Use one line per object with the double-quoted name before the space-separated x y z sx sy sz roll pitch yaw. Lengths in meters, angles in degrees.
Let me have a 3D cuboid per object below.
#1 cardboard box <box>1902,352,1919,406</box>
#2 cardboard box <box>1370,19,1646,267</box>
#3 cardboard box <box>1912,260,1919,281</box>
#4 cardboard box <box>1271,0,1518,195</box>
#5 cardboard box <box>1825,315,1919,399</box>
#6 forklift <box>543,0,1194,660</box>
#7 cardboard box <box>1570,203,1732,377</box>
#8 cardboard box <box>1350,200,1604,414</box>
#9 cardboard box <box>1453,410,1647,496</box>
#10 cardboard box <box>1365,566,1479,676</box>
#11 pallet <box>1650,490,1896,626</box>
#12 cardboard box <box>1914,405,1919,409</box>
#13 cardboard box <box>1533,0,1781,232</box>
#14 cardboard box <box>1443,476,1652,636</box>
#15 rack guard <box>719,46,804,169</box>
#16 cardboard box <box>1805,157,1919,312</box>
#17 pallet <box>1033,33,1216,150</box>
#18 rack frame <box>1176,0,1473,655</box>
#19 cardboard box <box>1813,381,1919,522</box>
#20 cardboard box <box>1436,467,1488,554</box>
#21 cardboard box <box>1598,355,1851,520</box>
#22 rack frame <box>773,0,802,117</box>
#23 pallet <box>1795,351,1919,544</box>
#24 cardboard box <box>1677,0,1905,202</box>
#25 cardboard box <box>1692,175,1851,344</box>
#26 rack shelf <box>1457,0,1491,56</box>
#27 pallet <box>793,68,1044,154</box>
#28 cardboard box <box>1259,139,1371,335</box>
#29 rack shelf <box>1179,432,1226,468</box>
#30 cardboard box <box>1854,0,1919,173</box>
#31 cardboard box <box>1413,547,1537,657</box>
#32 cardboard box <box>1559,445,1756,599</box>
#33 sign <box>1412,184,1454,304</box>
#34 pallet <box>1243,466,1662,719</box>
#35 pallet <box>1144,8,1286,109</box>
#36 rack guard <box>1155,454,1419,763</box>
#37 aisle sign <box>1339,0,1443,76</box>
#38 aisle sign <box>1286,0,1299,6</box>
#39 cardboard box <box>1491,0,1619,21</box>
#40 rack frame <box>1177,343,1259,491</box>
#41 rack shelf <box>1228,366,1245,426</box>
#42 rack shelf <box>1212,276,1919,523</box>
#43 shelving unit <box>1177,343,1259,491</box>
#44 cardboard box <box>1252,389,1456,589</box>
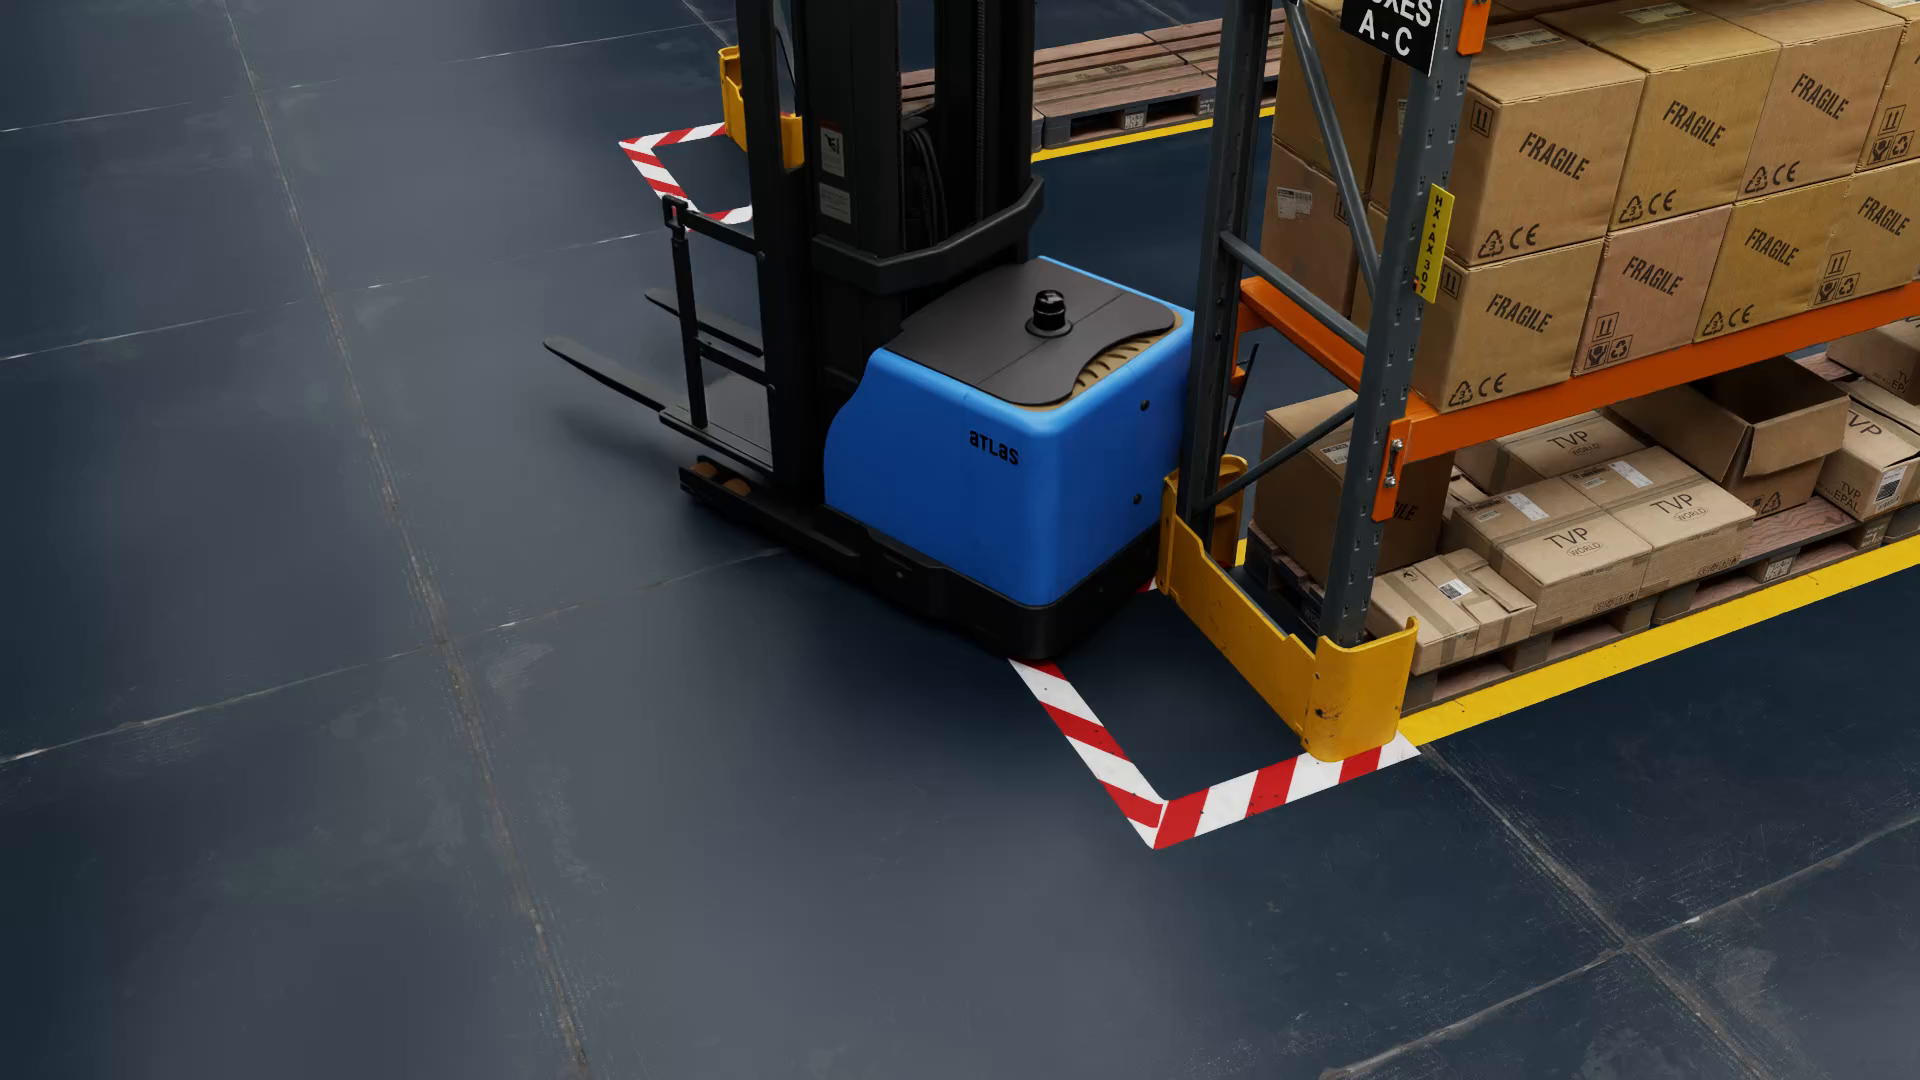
"cardboard box" 4.304 -0.654 6.842 0.500 0.500 0.500 -16 39 -20
"cardboard box" 1.592 -1.177 4.896 0.500 0.500 0.500 -14 39 -19
"cardboard box" 3.426 -1.291 5.888 0.500 0.500 0.500 -15 39 -19
"cardboard box" 1.365 -1.468 5.288 0.500 0.500 0.500 -16 39 -20
"cardboard box" 4.228 -0.885 7.313 0.500 0.311 0.500 -16 39 -20
"forklift" -0.537 -1.477 6.281 3.031 2.935 1.130 27 44 31
"cardboard box" 2.057 -0.909 5.374 0.500 0.500 0.500 -16 39 -20
"cardboard box" 1.592 -0.776 5.194 0.500 0.500 0.500 -15 39 -19
"cardboard box" 2.339 -0.333 6.619 0.500 0.250 0.500 -16 39 -20
"cardboard box" 1.604 0.282 5.875 0.250 0.149 0.380 -16 39 -20
"pallet" 2.972 -0.173 6.807 1.213 0.211 1.003 -16 39 -20
"cardboard box" 3.991 -0.385 6.775 0.250 0.149 0.380 -16 39 -20
"cardboard box" 2.062 -1.314 5.080 0.500 0.500 0.500 -15 39 -19
"cardboard box" 2.144 0.051 6.102 0.500 0.250 0.500 -16 39 -20
"rack guard" -1.039 -2.421 9.594 0.348 0.500 1.175 -16 39 -20
"cardboard box" 2.966 -1.160 5.713 0.500 0.500 0.500 -15 39 -19
"pallet" 0.843 -2.812 10.364 1.213 0.211 1.003 -16 39 -20
"rack frame" 1.079 -0.766 5.264 0.127 3.000 1.000 -16 39 -20
"cardboard box" 3.626 -0.388 6.643 0.500 0.311 0.500 -16 39 -20
"cardboard box" 1.871 -0.129 6.415 0.250 0.166 0.380 -16 39 -20
"cardboard box" 3.001 -0.474 6.597 0.637 0.503 0.797 -16 39 -20
"rack frame" -1.023 -3.438 8.867 0.127 3.000 1.000 -16 39 -20
"pallet" 4.078 -0.485 7.226 1.213 0.211 1.003 -16 39 -20
"cardboard box" 2.517 -1.438 5.247 0.500 0.500 0.500 -15 39 -19
"cardboard box" 2.513 -1.035 5.543 0.500 0.500 0.500 -16 39 -20
"rack shelf" 2.889 -2.188 5.267 4.000 0.370 1.077 -16 39 -20
"pallet" -0.259 -2.506 9.951 1.213 0.211 1.003 -16 39 -20
"cardboard box" 1.369 -1.066 5.585 0.500 0.500 0.500 -14 39 -19
"rack shelf" 0.854 -0.356 6.389 0.215 0.259 0.240 -19 48 -31
"cardboard box" 2.977 -1.567 5.421 0.500 0.500 0.500 -16 39 -20
"cardboard box" 1.830 0.212 5.956 0.250 0.166 0.380 -16 39 -20
"cardboard box" 2.597 -0.076 6.273 0.500 0.250 0.500 -16 39 -20
"sign" 1.309 -0.821 4.612 0.005 0.325 0.100 -16 39 -20
"pallet" 1.869 0.133 6.394 1.213 0.211 1.003 -16 39 -20
"pallet" 1.949 -3.123 10.784 1.213 0.211 1.003 -16 39 -20
"rack guard" 1.148 0.219 6.035 0.348 0.500 1.175 -16 39 -20
"aisle sign" 1.142 -1.634 4.253 0.004 0.787 0.394 -16 39 -20
"aisle sign" 0.887 -1.958 4.689 0.004 0.787 0.394 -16 39 -20
"cardboard box" 1.822 -1.597 5.461 0.500 0.500 0.500 -15 39 -19
"rack frame" 0.924 -0.291 6.313 0.200 1.050 0.008 -19 48 -31
"rack shelf" 0.895 -0.569 6.206 0.215 0.259 0.240 -19 48 -31
"rack shelf" 2.889 -0.983 6.161 4.000 0.370 1.077 -16 39 -20
"shelving unit" 0.855 -0.364 6.382 0.215 1.050 0.252 -19 48 -31
"cardboard box" 1.466 -0.209 6.242 0.500 0.500 0.500 -16 39 -20
